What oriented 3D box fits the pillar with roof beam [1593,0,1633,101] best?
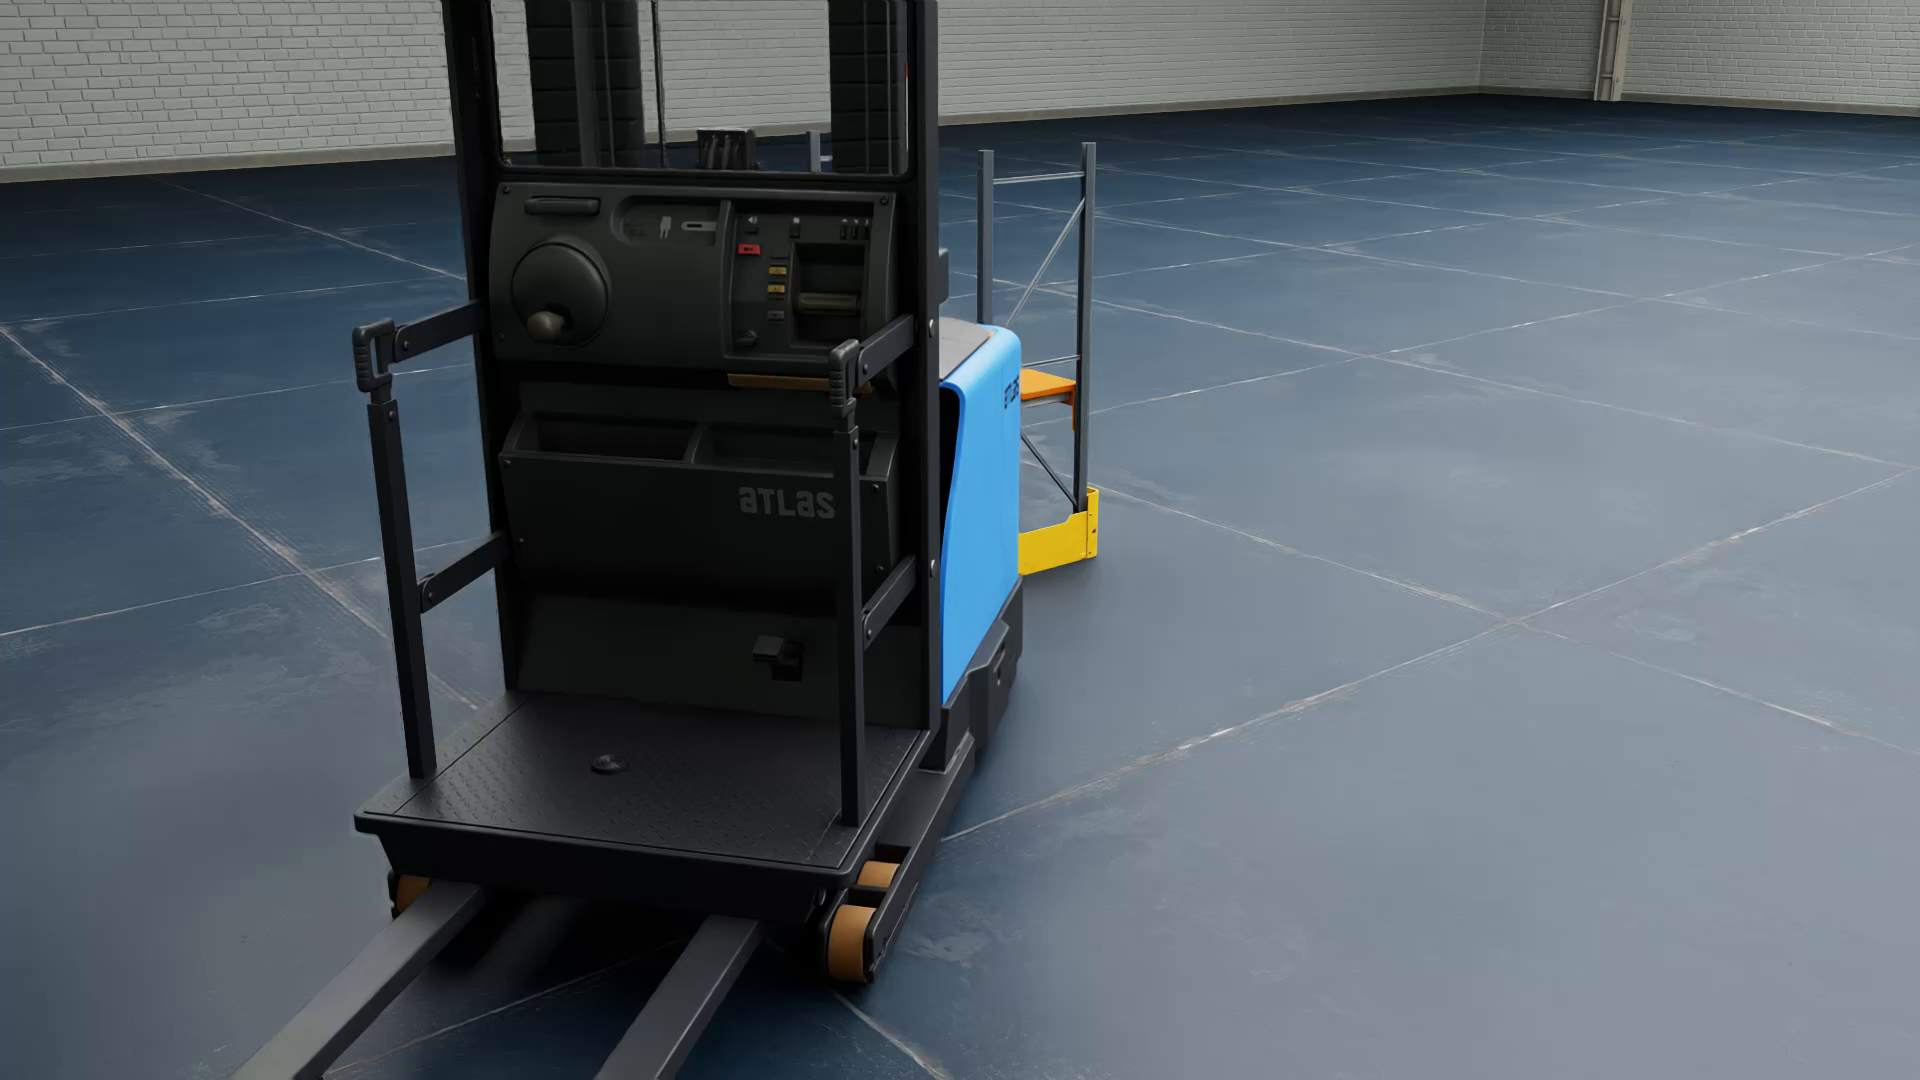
[{"bbox_3d":[8.903,-11.772,27.597,9.100,9.000,0.400,-14,23,-36],"label":"pillar with roof beam"}]

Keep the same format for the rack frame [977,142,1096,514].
[{"bbox_3d":[0.263,-0.608,5.812,0.500,1.500,0.032,-14,23,-36],"label":"rack frame"}]

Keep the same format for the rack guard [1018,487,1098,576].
[{"bbox_3d":[0.262,-0.015,6.009,0.587,0.250,0.087,-14,23,-36],"label":"rack guard"}]

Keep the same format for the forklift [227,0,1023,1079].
[{"bbox_3d":[-0.642,-0.581,3.456,1.130,2.935,3.031,4,19,12],"label":"forklift"}]

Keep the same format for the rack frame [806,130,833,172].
[{"bbox_3d":[-0.369,-0.858,6.569,0.500,1.500,0.032,-14,23,-36],"label":"rack frame"}]

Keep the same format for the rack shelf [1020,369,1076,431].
[{"bbox_3d":[-0.053,-0.562,6.247,0.538,0.185,1.000,-14,23,-36],"label":"rack shelf"}]

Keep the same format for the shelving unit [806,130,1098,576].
[{"bbox_3d":[-0.047,-0.731,6.183,0.587,1.500,1.083,-14,23,-36],"label":"shelving unit"}]
